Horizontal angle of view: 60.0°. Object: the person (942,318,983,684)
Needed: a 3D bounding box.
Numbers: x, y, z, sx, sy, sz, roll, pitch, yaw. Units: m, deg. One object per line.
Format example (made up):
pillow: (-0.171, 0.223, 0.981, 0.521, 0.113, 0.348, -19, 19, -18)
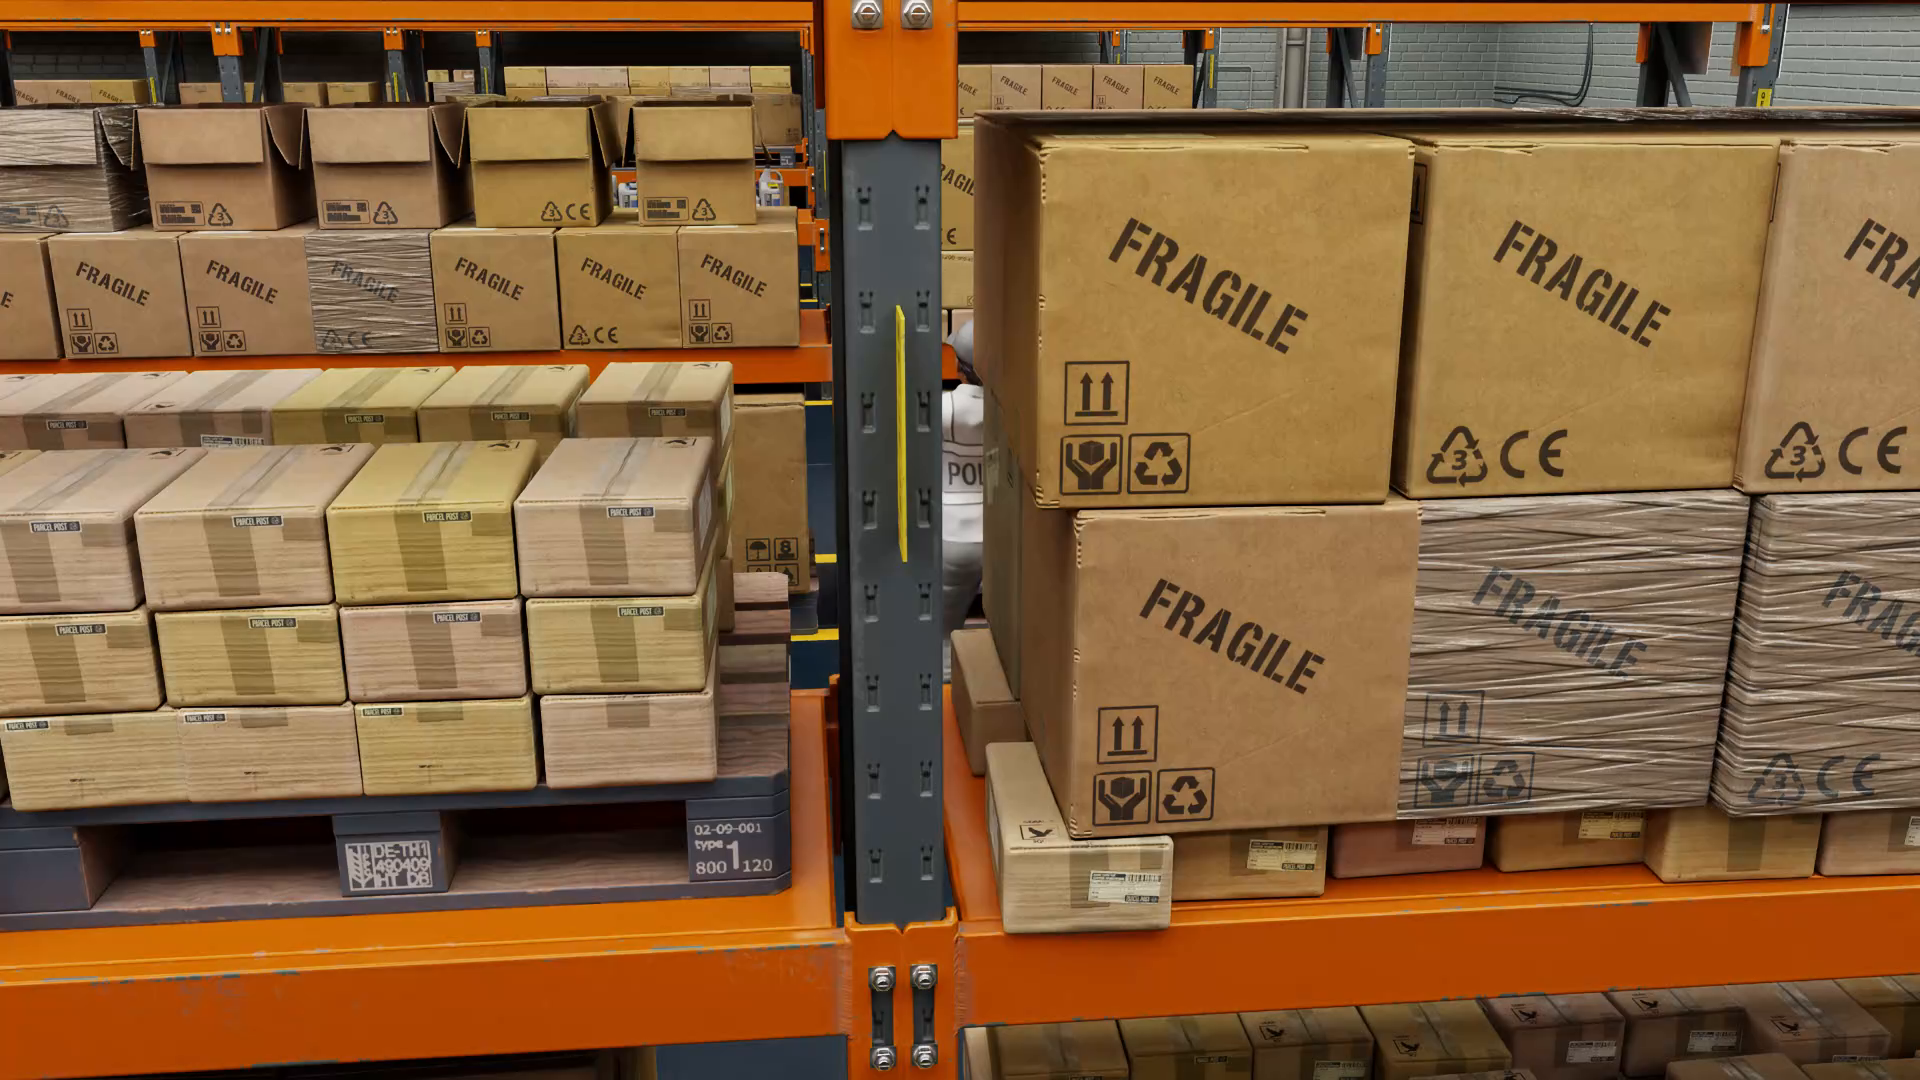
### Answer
person: (0.053, -0.006, 6.073, 0.453, 1.653, 0.541, -4, 17, -12)
